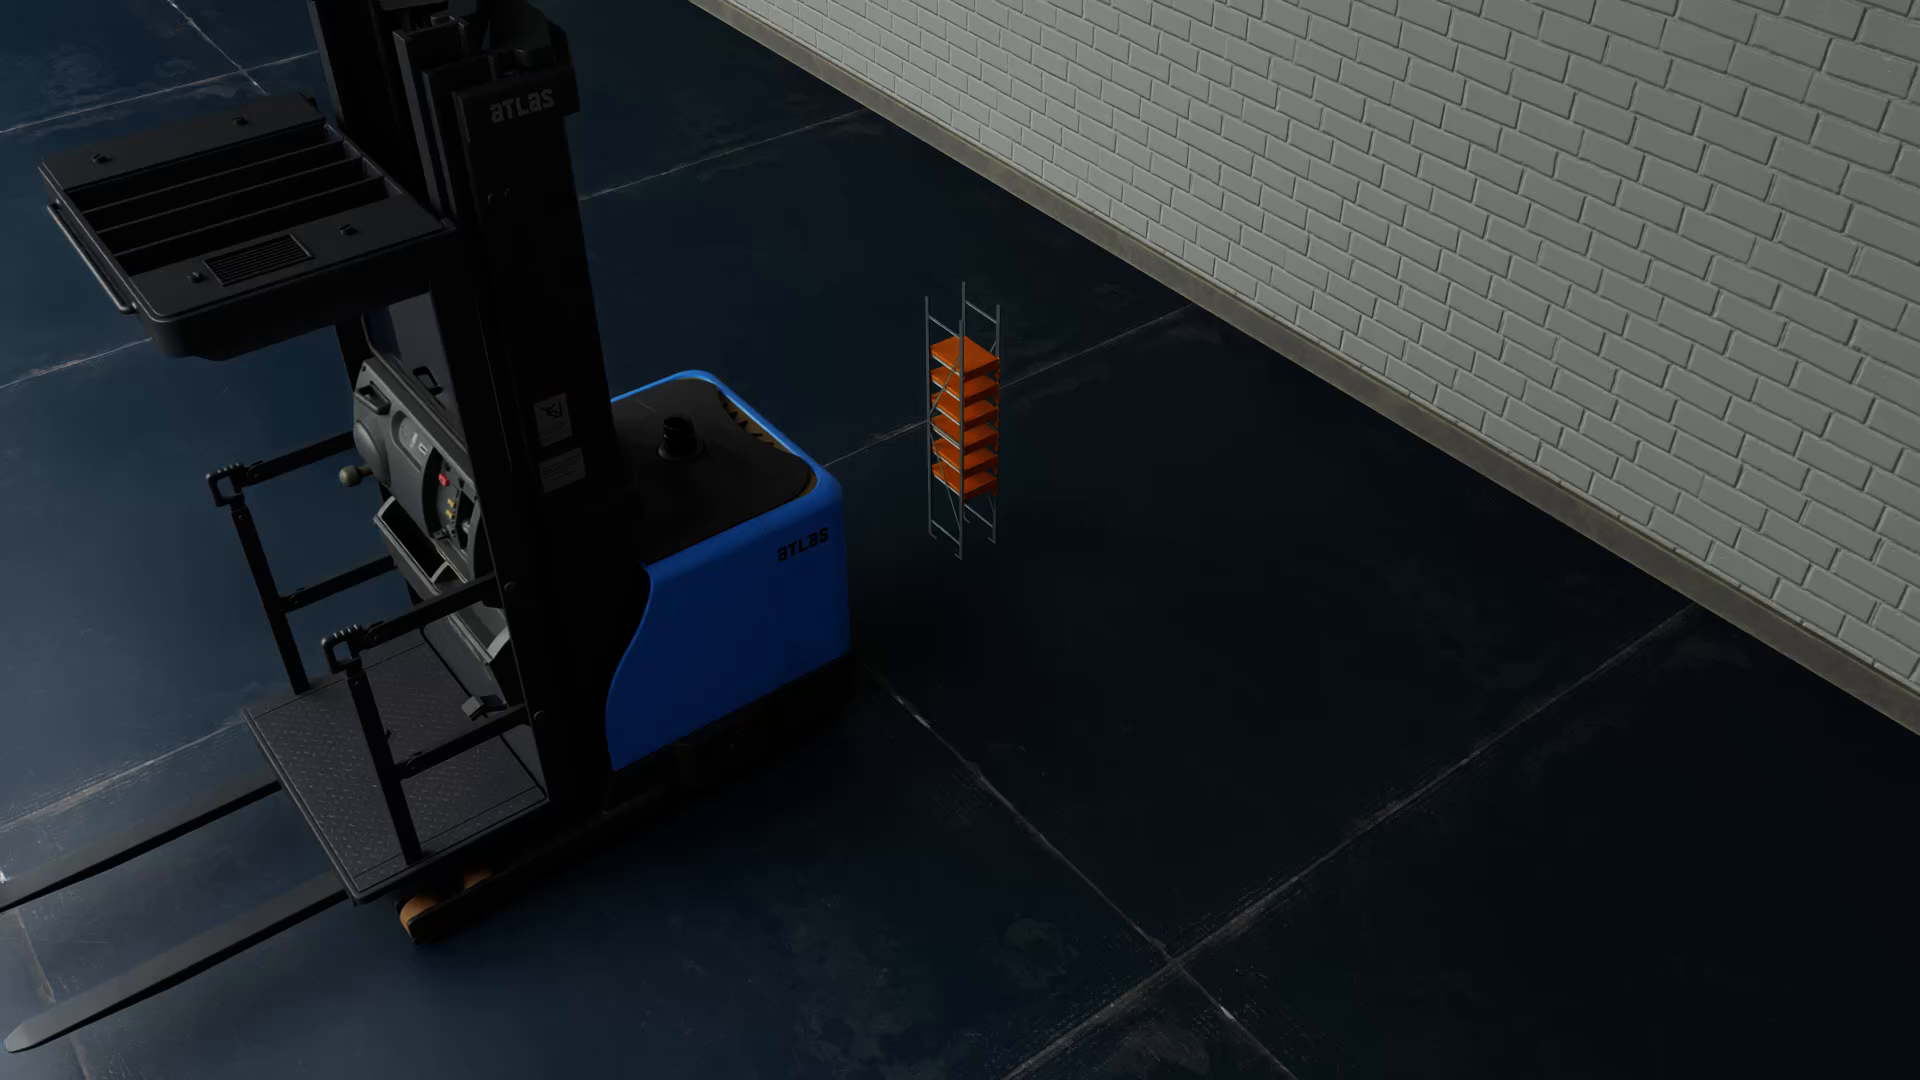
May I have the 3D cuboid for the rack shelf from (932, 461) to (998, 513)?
[{"bbox_3d":[0.011,-0.250,7.057,0.180,0.103,0.258,-26,46,-28],"label":"rack shelf"}]

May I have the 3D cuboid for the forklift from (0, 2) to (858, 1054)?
[{"bbox_3d":[-1.873,-0.115,5.185,3.031,2.797,1.129,-26,46,-28],"label":"forklift"}]

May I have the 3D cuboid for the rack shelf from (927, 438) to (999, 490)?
[{"bbox_3d":[0.011,-0.342,6.981,0.180,0.103,0.258,-26,46,-28],"label":"rack shelf"}]

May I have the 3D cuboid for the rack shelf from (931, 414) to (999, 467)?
[{"bbox_3d":[0.011,-0.435,6.904,0.180,0.103,0.258,-26,46,-28],"label":"rack shelf"}]

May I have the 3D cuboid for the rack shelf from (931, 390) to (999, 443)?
[{"bbox_3d":[0.011,-0.528,6.828,0.180,0.103,0.258,-26,46,-28],"label":"rack shelf"}]

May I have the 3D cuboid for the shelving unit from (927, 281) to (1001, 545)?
[{"bbox_3d":[0.013,-0.470,6.877,0.184,1.200,0.258,-26,46,-28],"label":"shelving unit"}]

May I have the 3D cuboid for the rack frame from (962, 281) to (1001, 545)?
[{"bbox_3d":[0.084,-0.505,6.919,0.006,1.200,0.240,-26,46,-28],"label":"rack frame"}]

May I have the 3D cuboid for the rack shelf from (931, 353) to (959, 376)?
[{"bbox_3d":[0.011,-0.729,6.664,0.166,0.020,0.199,-26,46,-28],"label":"rack shelf"}]

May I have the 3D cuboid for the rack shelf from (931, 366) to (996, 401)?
[{"bbox_3d":[0.011,-0.642,6.735,0.171,0.034,0.221,-26,46,-28],"label":"rack shelf"}]
